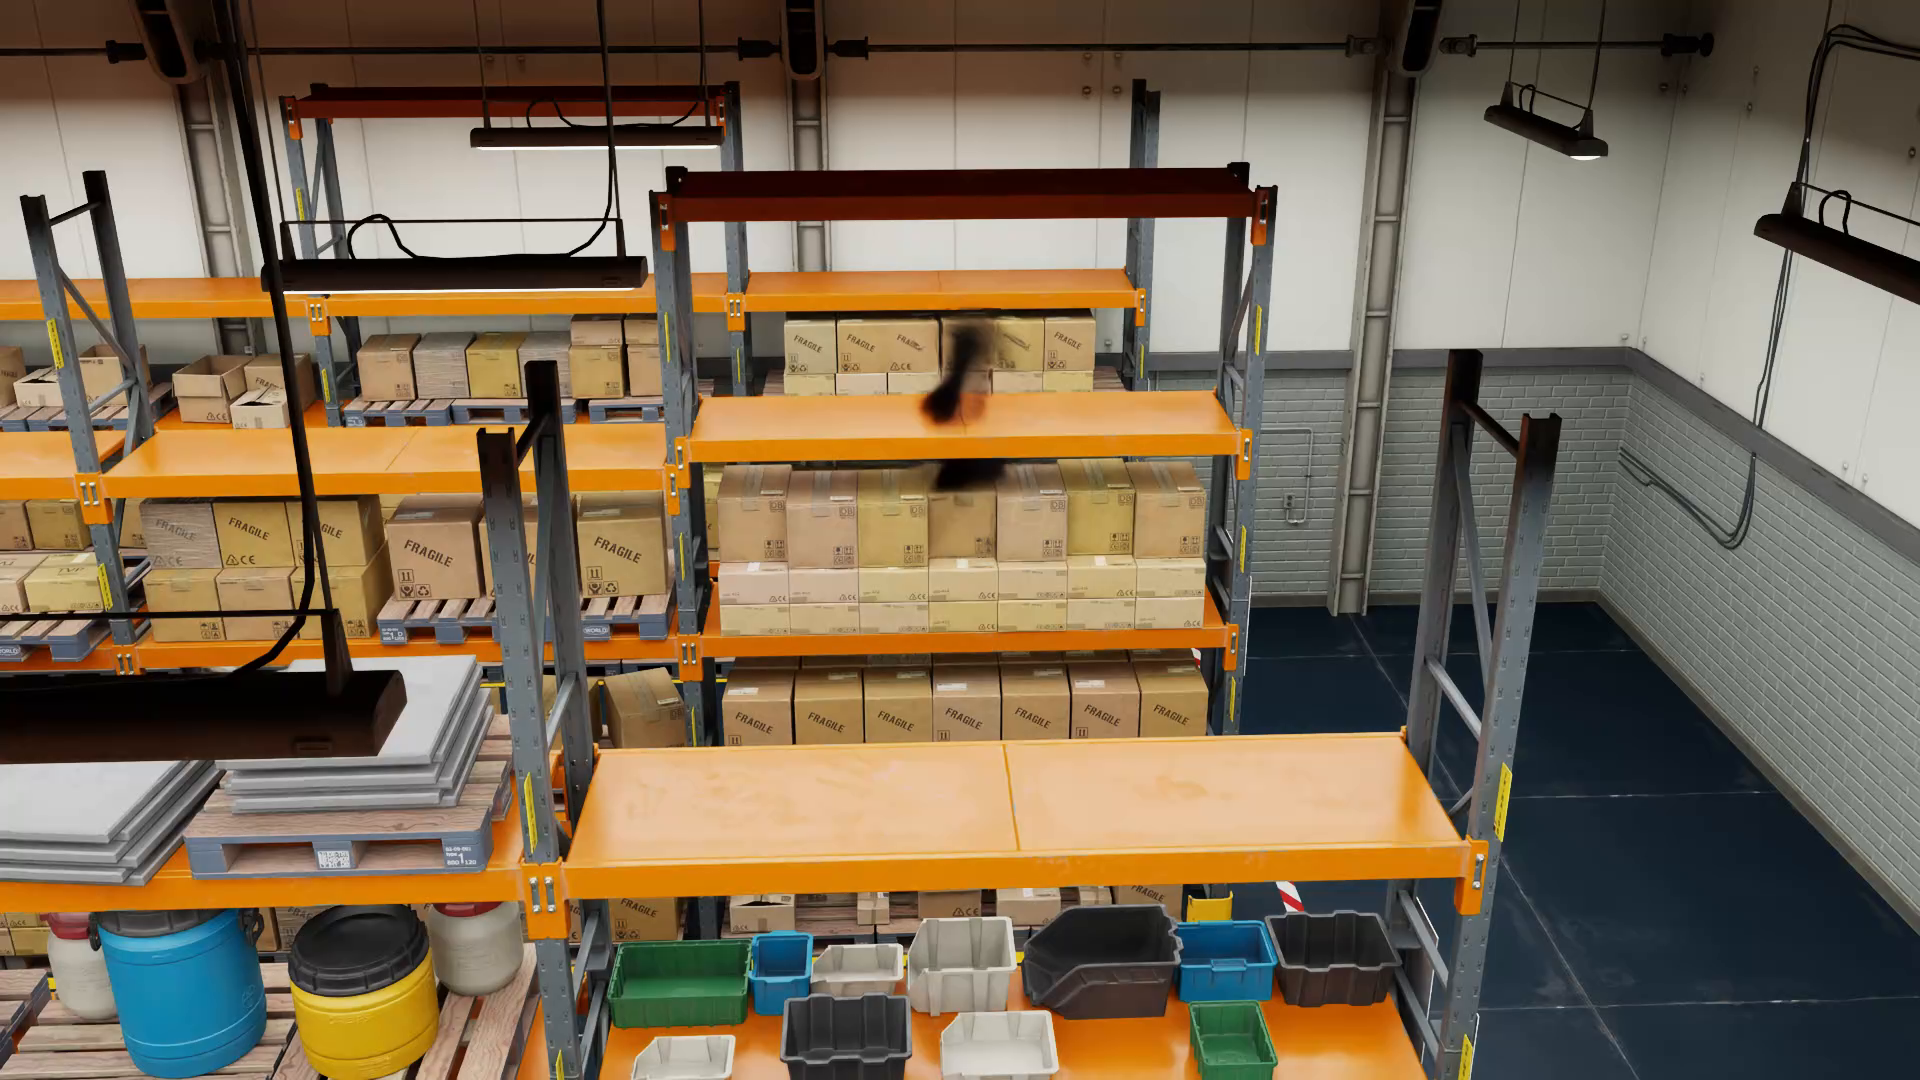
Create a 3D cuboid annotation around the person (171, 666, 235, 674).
[{"bbox_3d":[-6.694,1.513,15.154,0.972,1.737,0.657,-6,23,-15],"label":"person"}]
